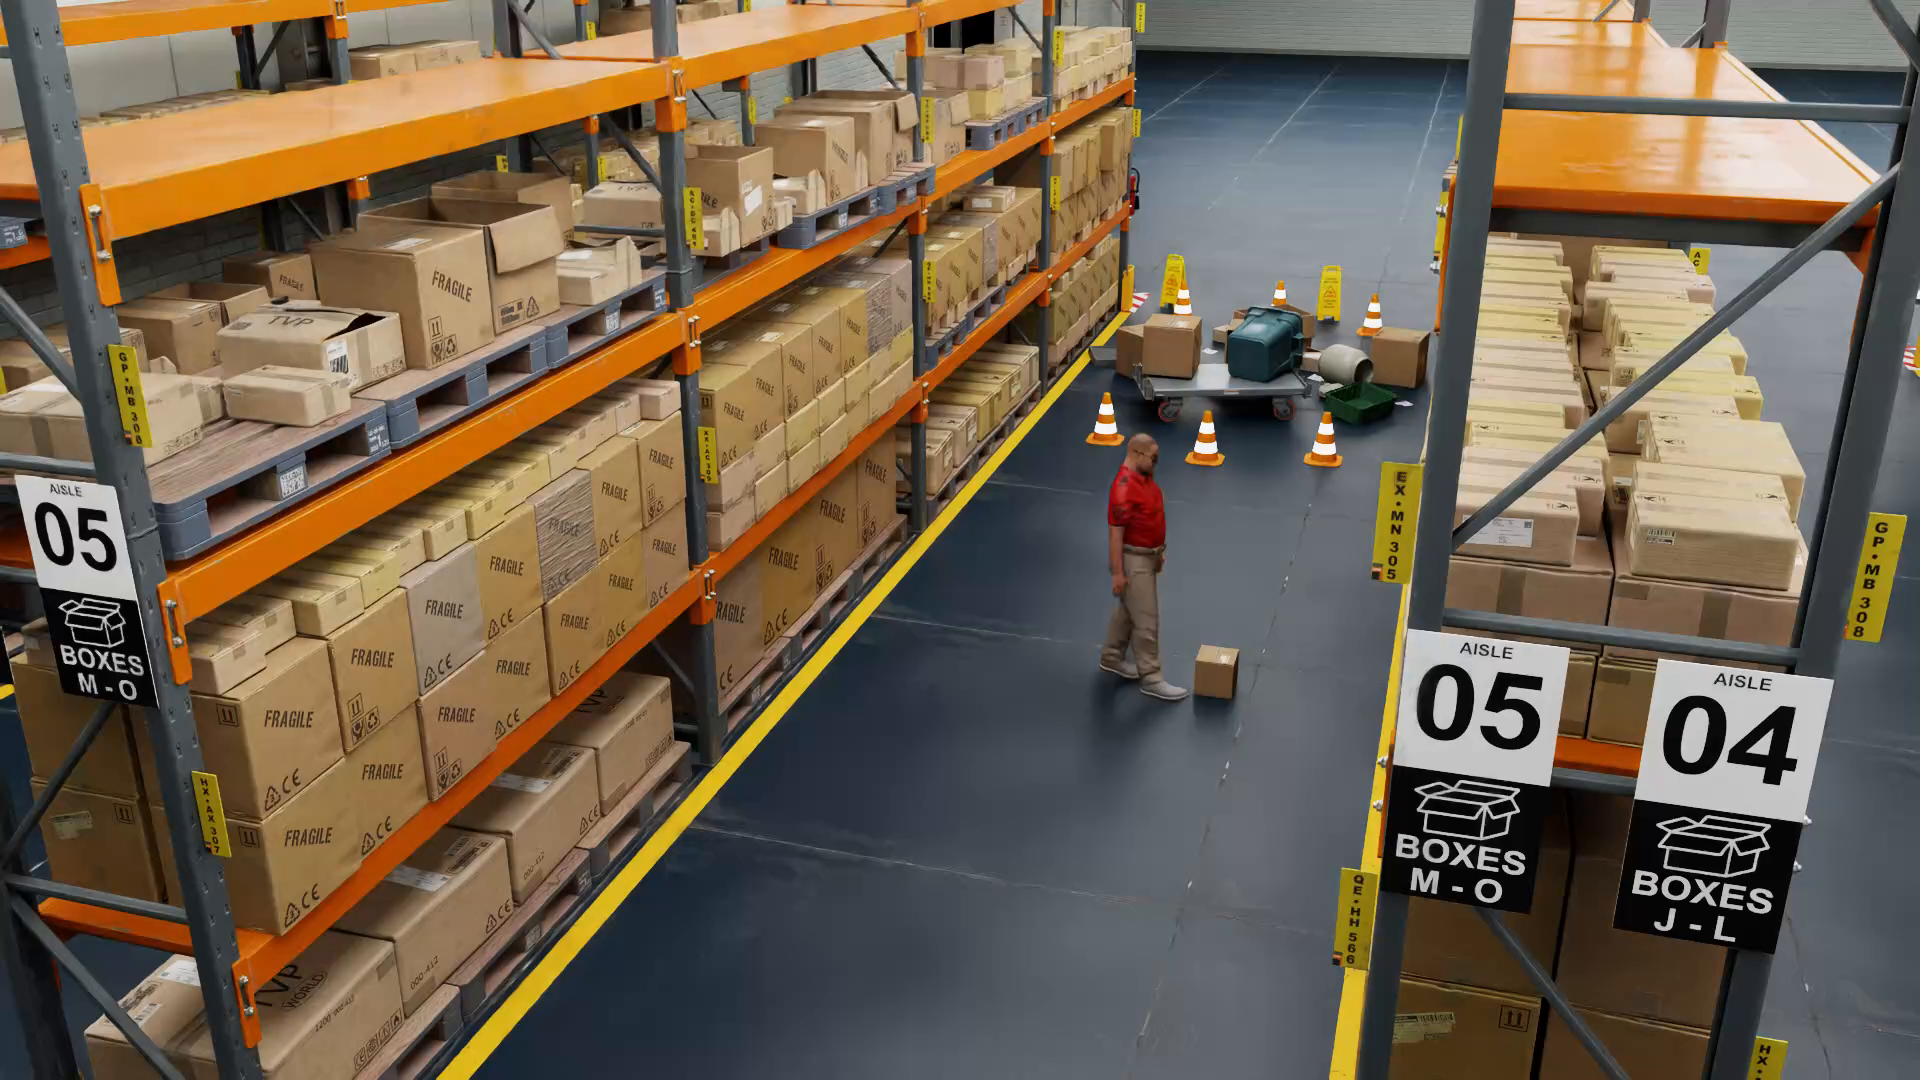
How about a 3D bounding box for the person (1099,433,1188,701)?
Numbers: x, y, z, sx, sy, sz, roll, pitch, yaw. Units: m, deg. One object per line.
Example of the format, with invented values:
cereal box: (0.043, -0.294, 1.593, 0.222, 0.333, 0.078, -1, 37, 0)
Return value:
person: (1.225, 0.150, 10.692, 0.668, 1.716, 0.559, 8, 23, 20)
